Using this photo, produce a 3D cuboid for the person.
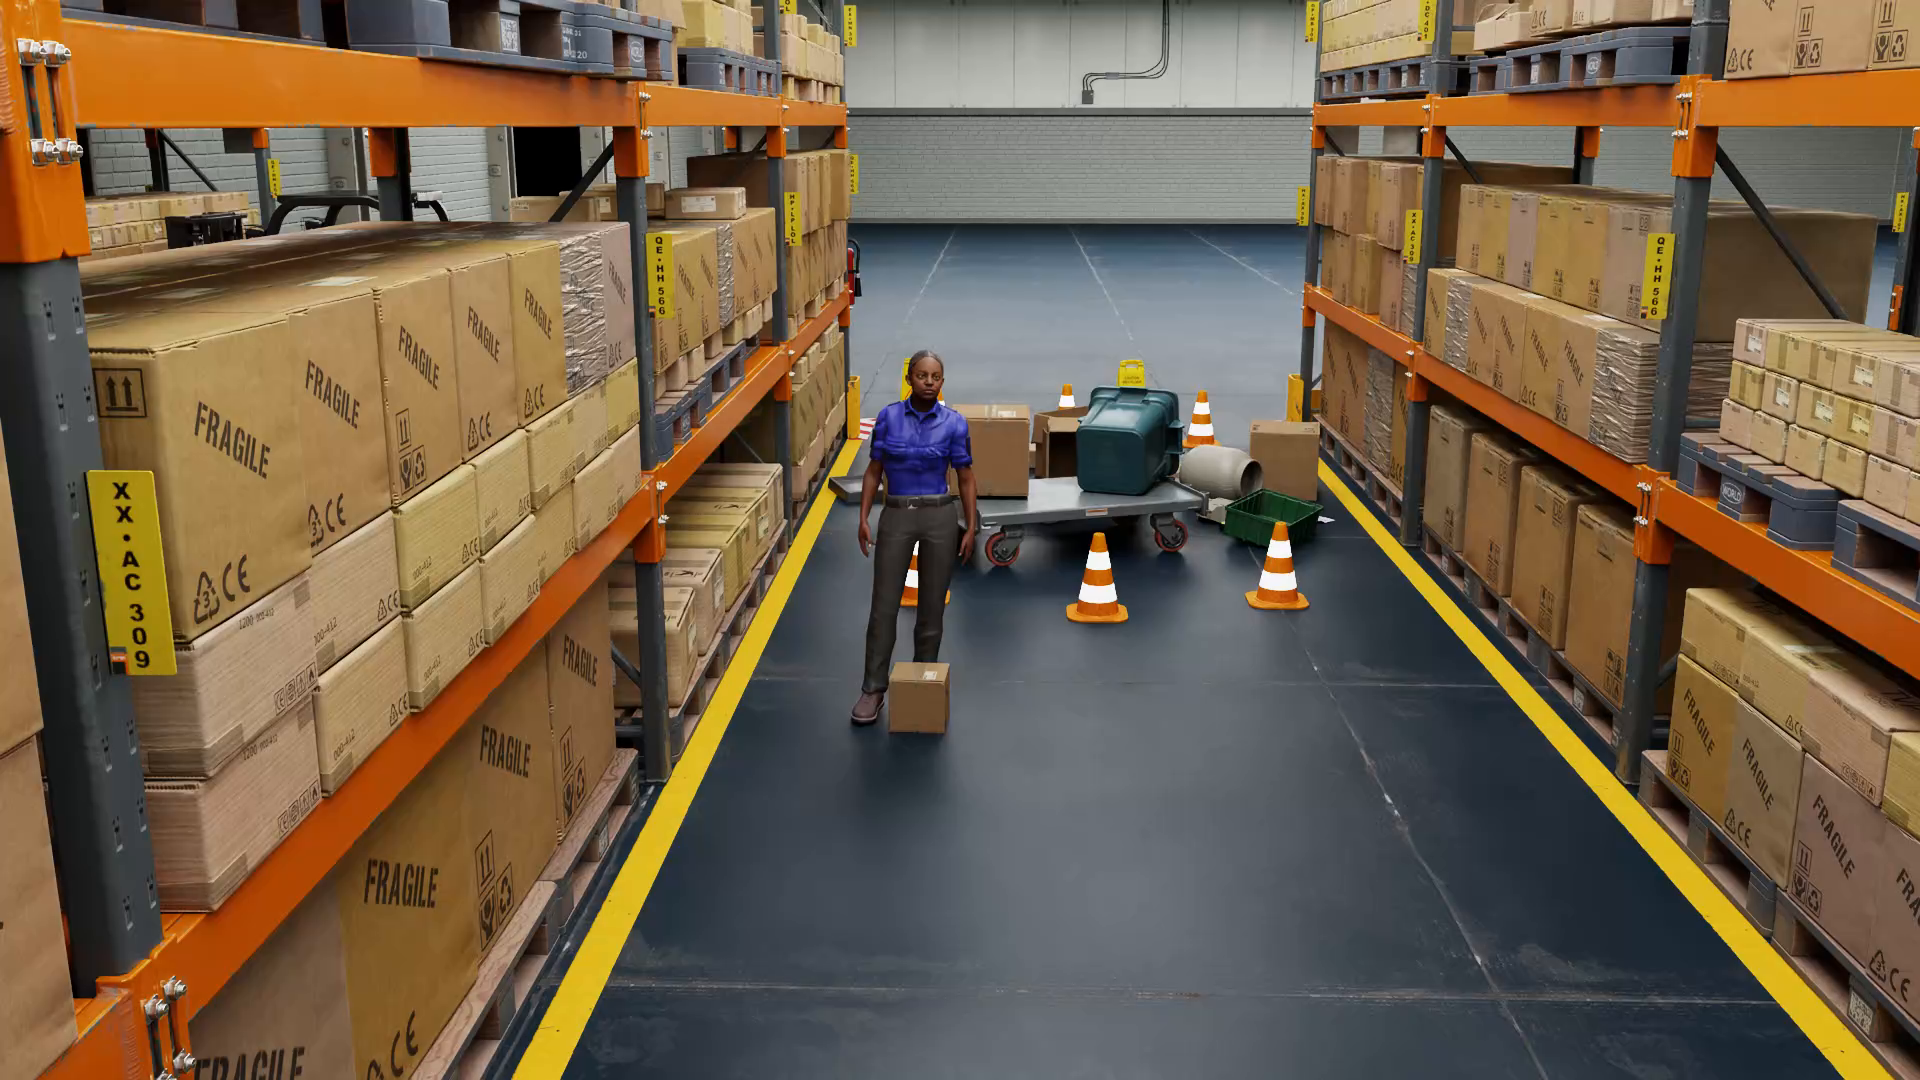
[{"bbox_3d":[-0.210,-0.022,7.563,0.569,1.656,0.503,0,14,2],"label":"person"}]
